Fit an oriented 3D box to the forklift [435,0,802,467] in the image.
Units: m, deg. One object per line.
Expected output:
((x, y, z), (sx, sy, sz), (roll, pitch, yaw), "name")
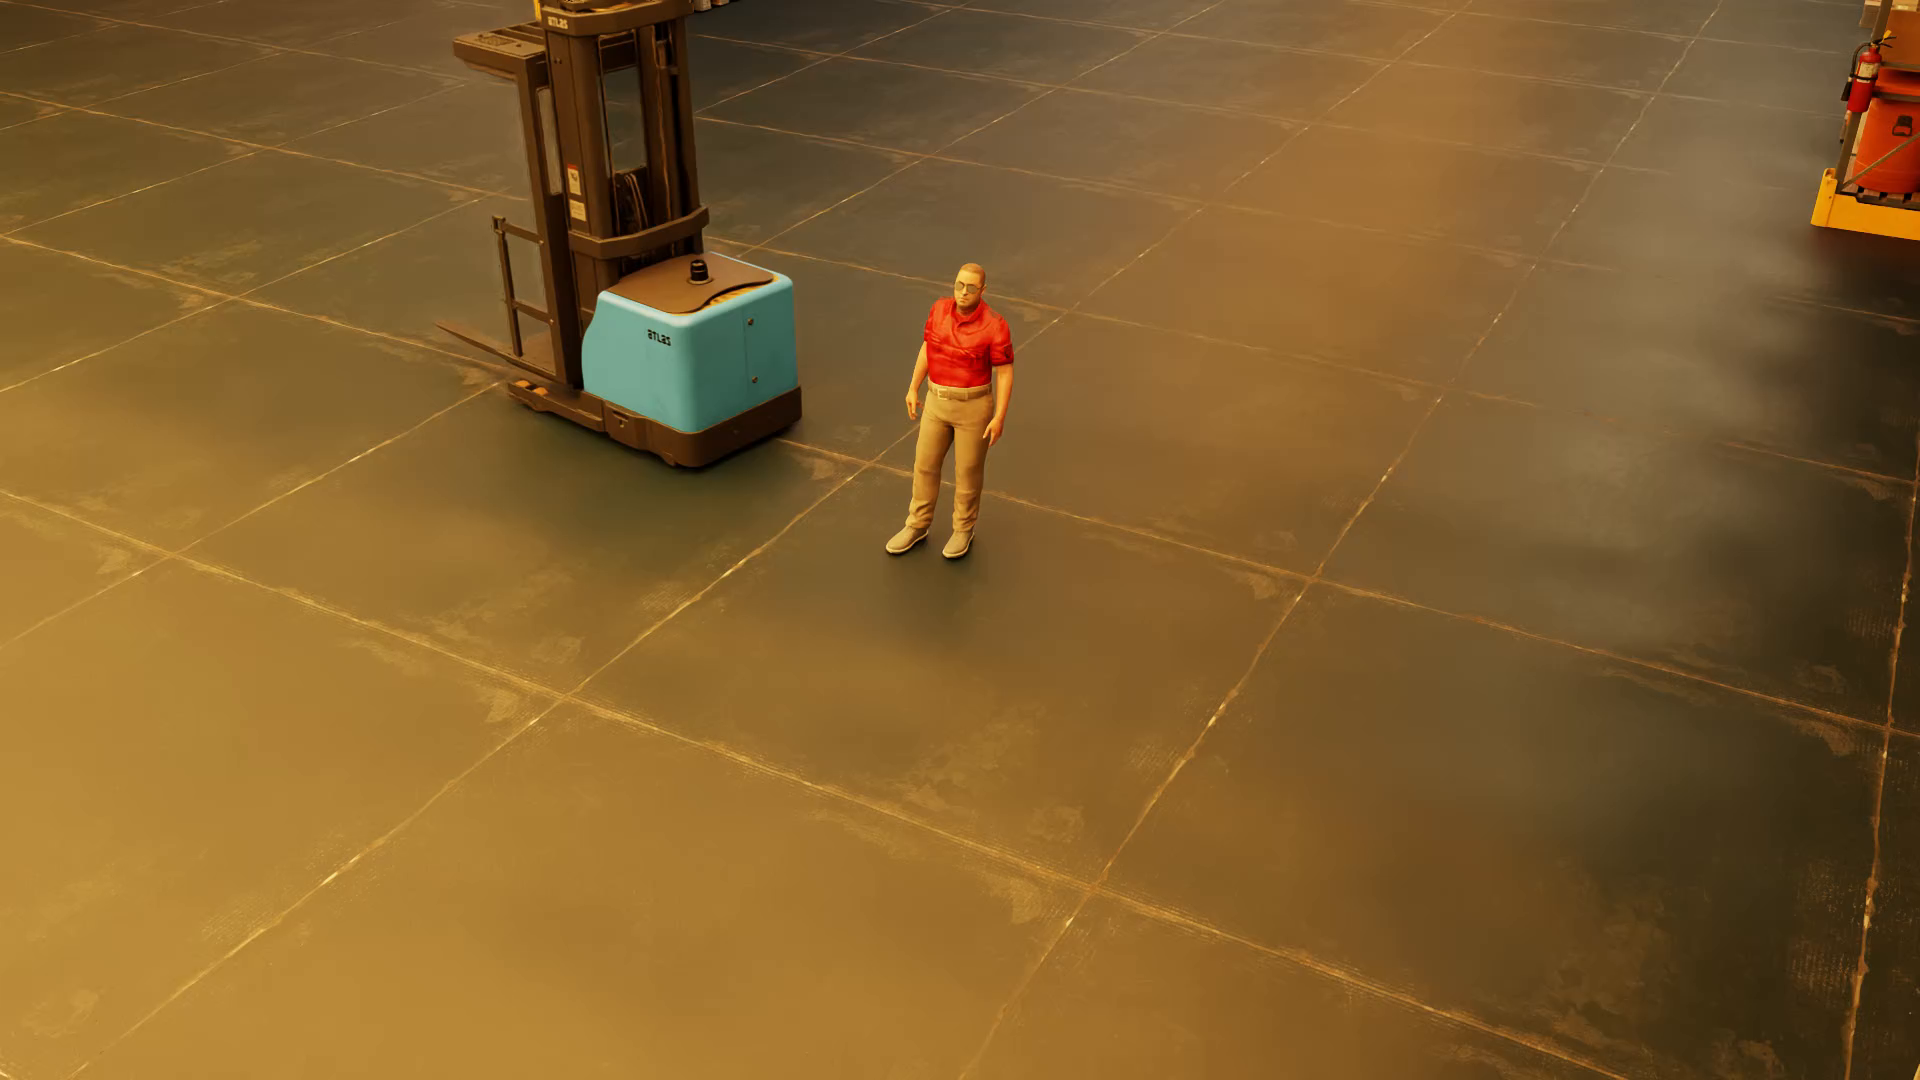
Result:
((-2.530, -2.338, 11.122), (3.031, 2.935, 1.130), (23, 37, 34), "forklift")

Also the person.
((-0.054, -0.719, 9.504), (0.640, 1.727, 0.551), (15, 33, 25), "person")
